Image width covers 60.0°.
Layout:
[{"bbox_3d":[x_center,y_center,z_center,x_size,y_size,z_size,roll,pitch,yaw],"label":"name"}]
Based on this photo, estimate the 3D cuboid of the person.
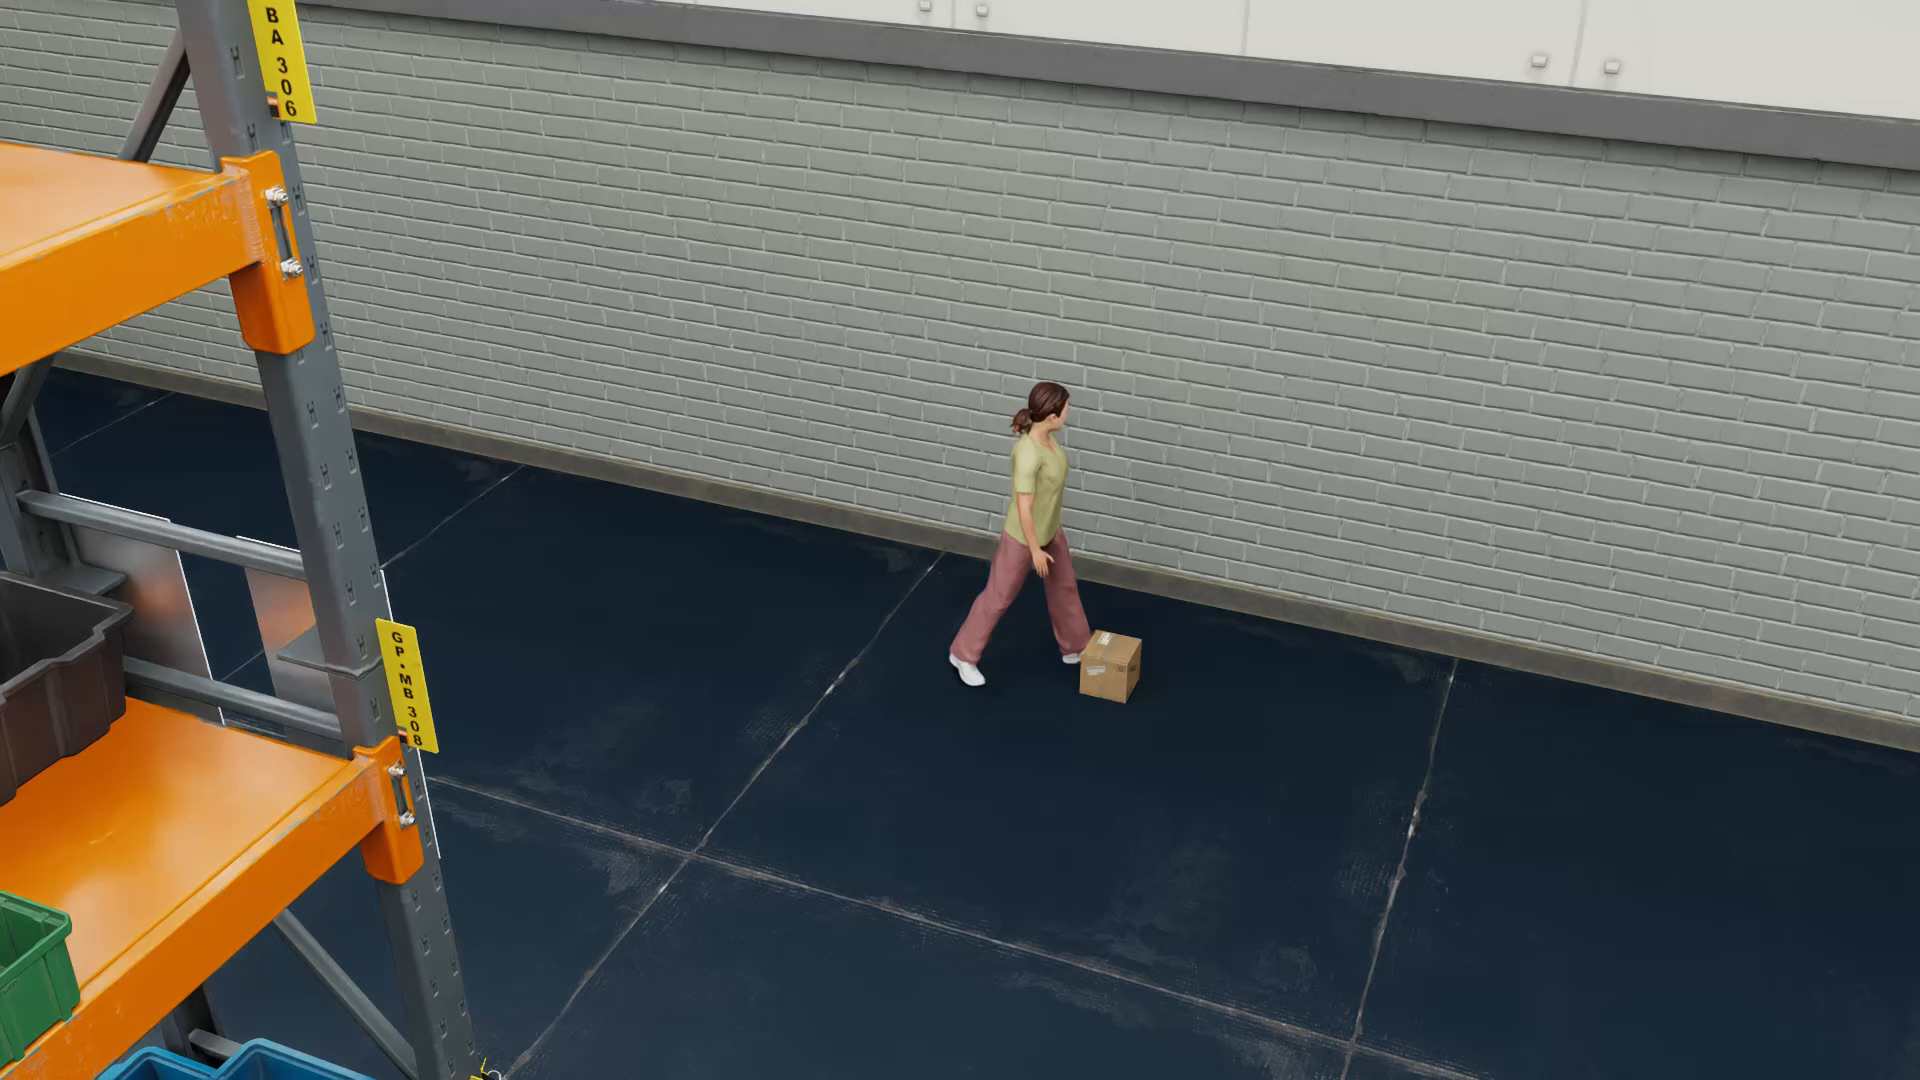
[{"bbox_3d":[0.371,-0.014,8.443,0.831,1.647,0.583,11,31,18],"label":"person"}]
